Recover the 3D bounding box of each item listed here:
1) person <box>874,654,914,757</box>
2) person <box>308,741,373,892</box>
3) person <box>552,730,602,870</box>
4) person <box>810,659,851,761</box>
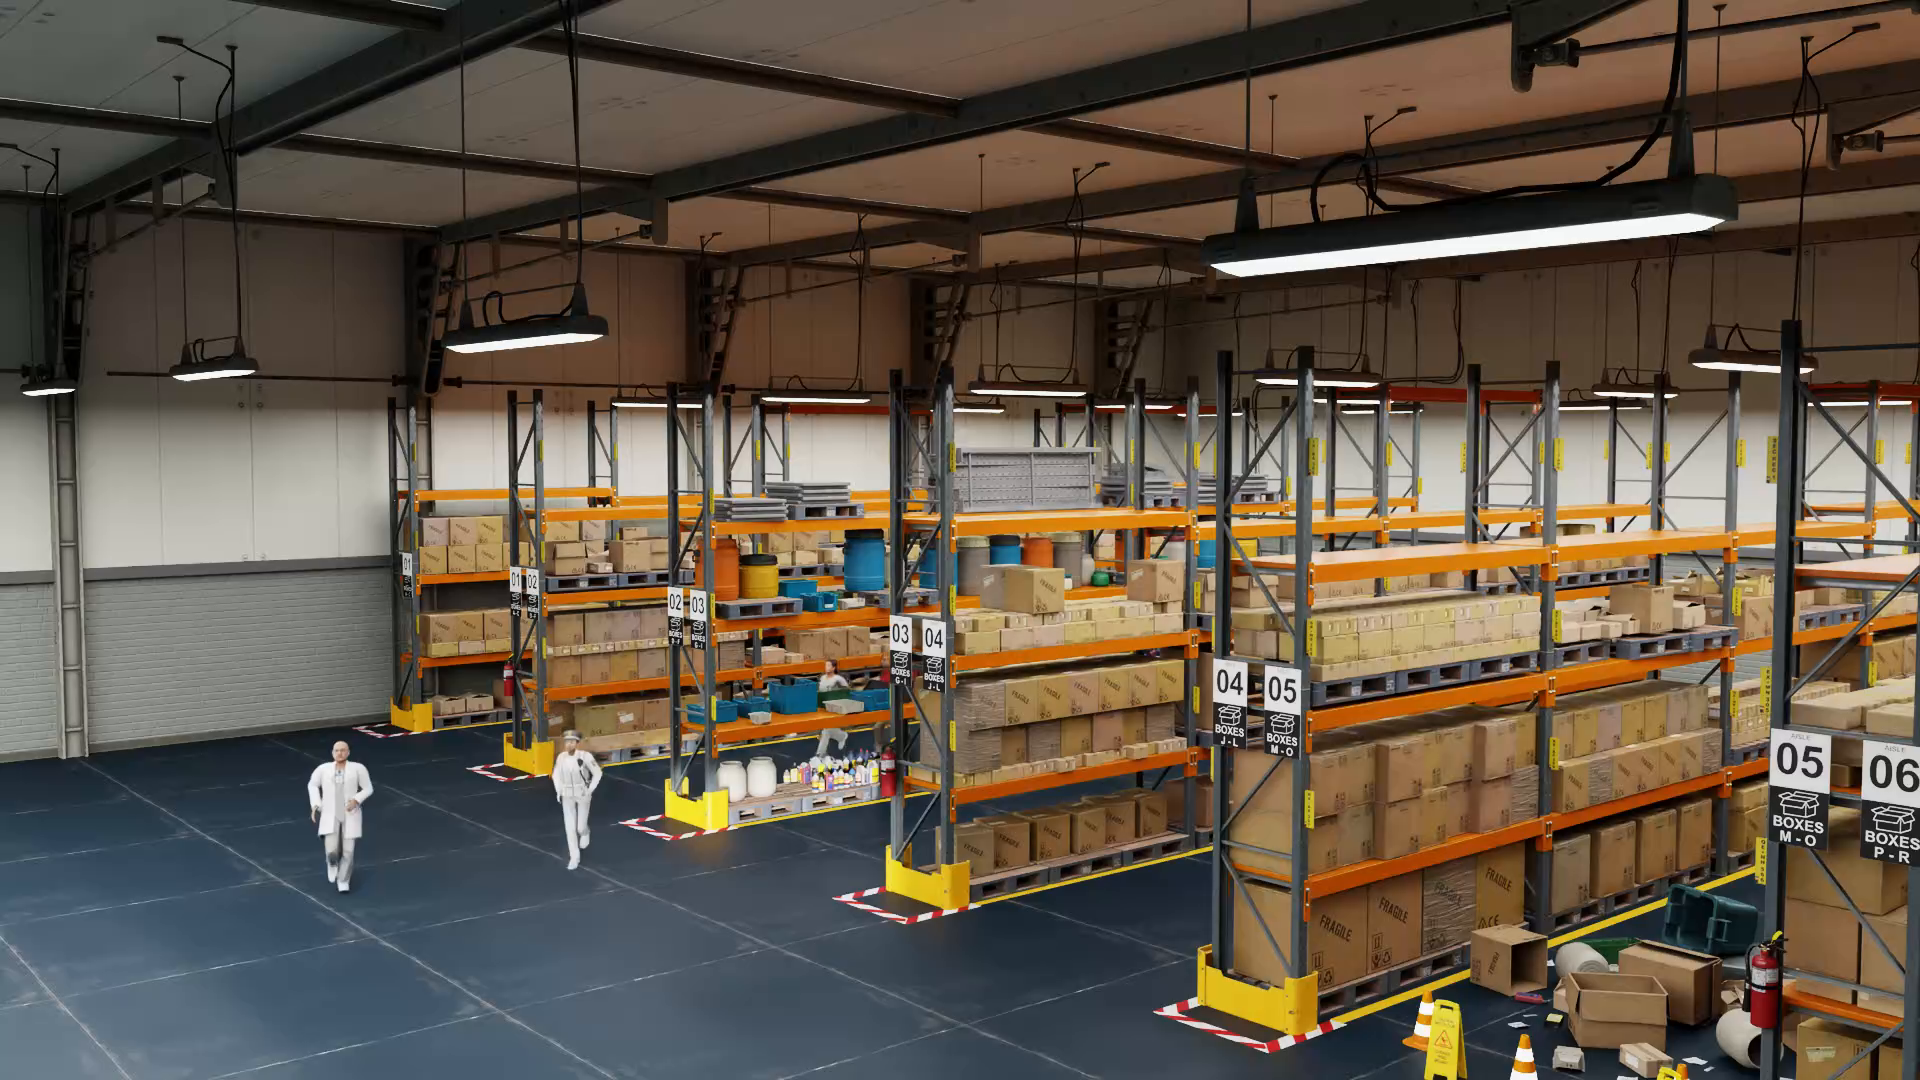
[{"bbox_3d":[-1.095,2.734,26.988,0.884,1.778,0.636,-3,4,-41],"label":"person"},{"bbox_3d":[-7.117,3.183,19.106,0.714,1.731,0.624,-1,3,-18],"label":"person"},{"bbox_3d":[-4.697,3.144,20.446,0.621,1.691,0.673,0,3,1],"label":"person"},{"bbox_3d":[-2.100,2.749,27.019,0.570,1.645,0.924,3,4,38],"label":"person"}]
